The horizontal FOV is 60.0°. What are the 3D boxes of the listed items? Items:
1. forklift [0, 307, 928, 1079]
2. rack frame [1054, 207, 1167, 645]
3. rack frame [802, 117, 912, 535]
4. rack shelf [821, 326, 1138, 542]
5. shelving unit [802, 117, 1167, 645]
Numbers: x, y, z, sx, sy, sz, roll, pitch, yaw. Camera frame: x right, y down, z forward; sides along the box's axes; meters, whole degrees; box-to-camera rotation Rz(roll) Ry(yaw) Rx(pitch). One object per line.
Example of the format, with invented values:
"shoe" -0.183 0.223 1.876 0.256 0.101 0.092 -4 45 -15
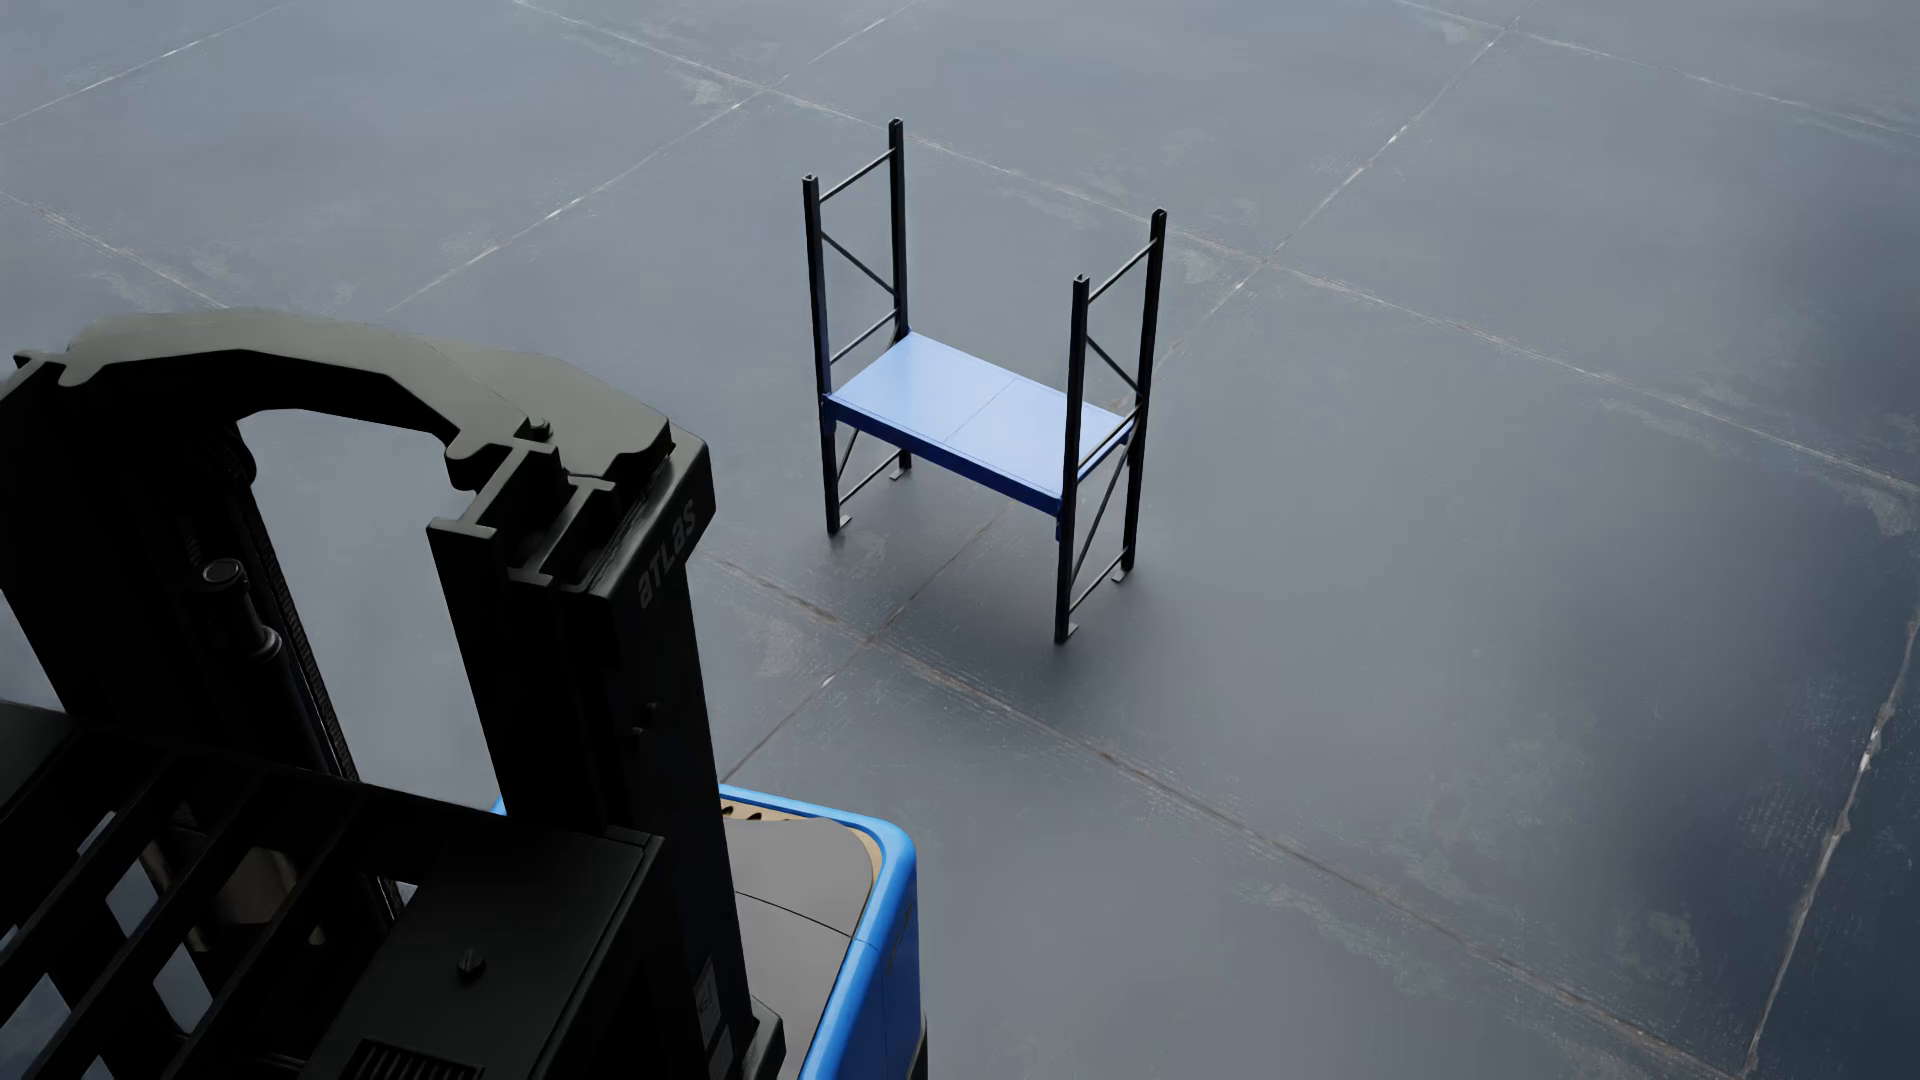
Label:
"forklift" -0.975 1.240 2.666 1.130 2.935 3.031 11 43 12
"rack frame" 0.486 -0.332 5.496 0.032 1.500 0.500 25 48 25
"rack frame" -0.346 -0.721 5.931 0.032 1.500 0.500 25 48 25
"rack shelf" 0.070 -0.392 5.833 1.000 0.185 0.538 25 48 25
"shelving unit" 0.070 -0.526 5.713 1.048 1.500 0.538 25 48 25
